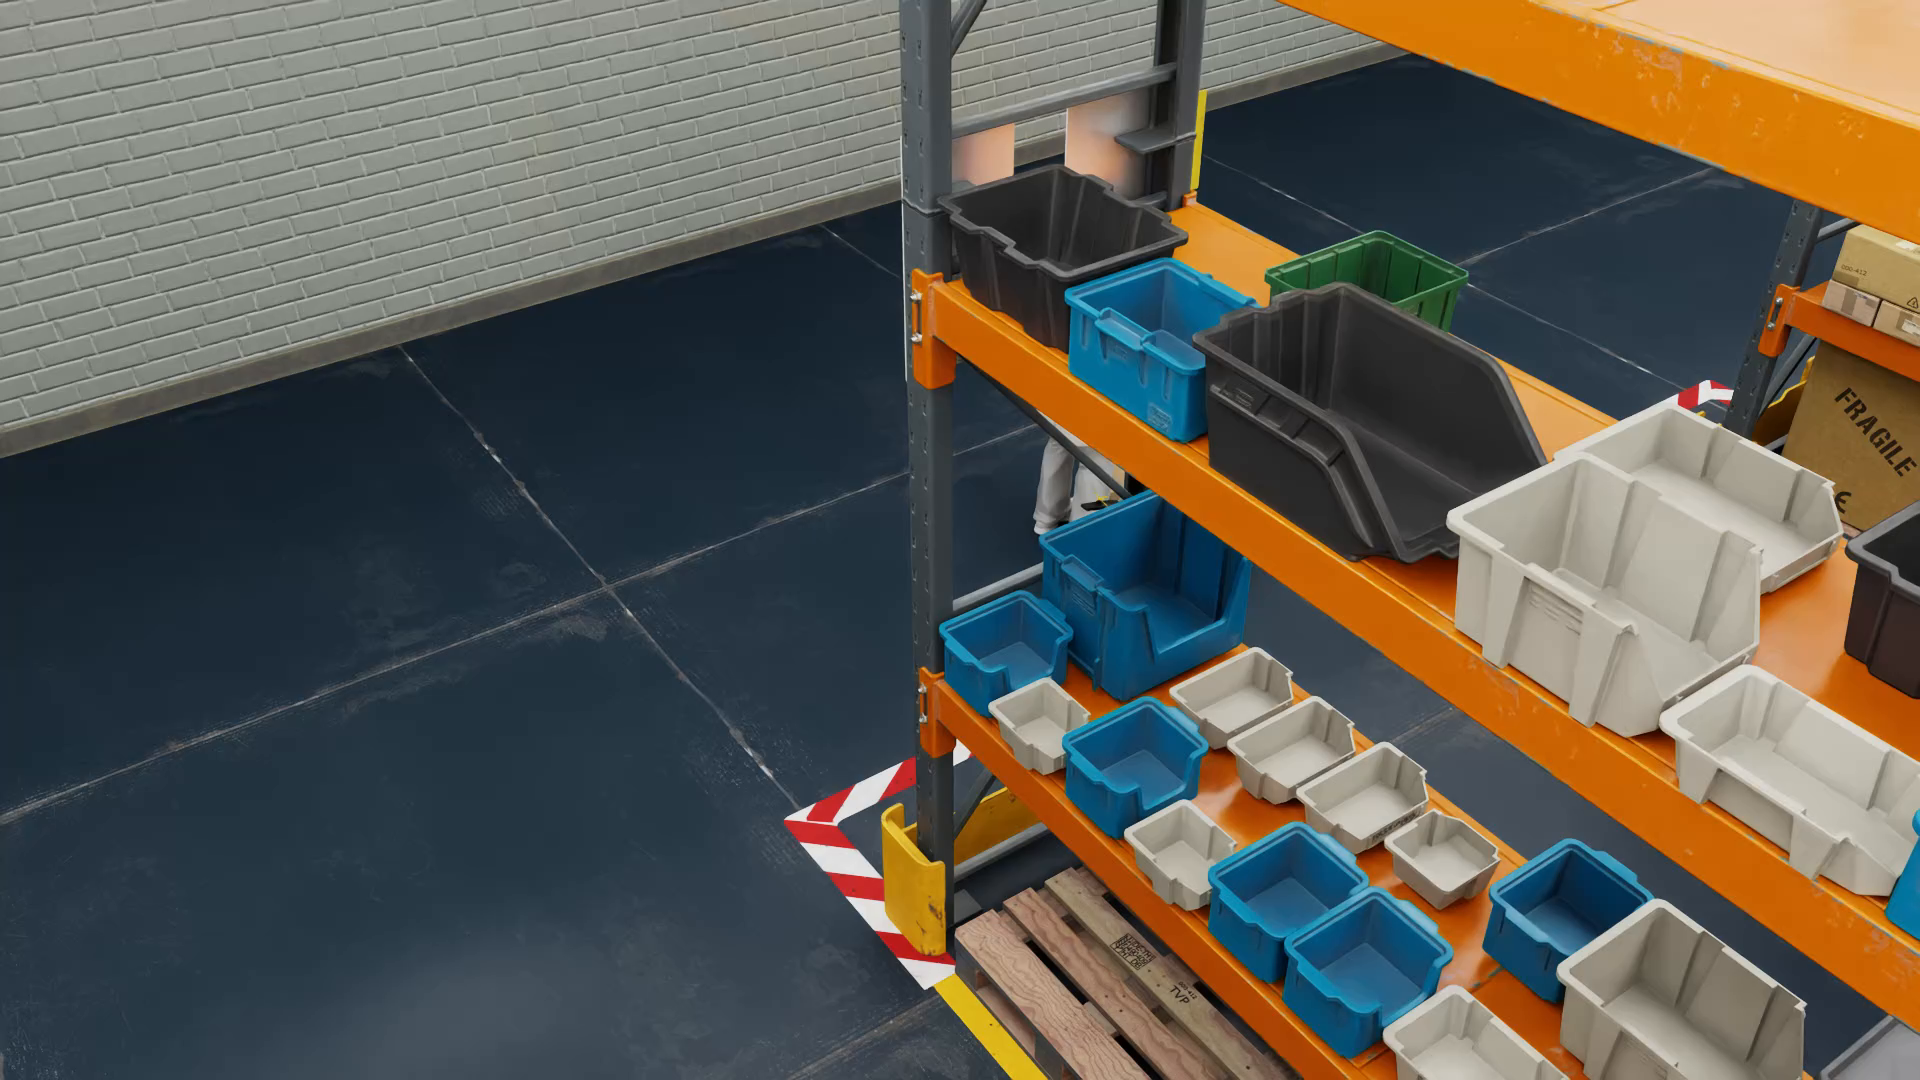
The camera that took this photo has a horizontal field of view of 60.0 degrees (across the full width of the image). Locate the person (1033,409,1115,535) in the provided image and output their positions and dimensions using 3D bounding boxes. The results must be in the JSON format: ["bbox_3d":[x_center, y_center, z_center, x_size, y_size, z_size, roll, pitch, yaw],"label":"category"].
[{"bbox_3d":[0.574,-0.760,8.068,0.415,1.774,0.654,-23,42,-29],"label":"person"}]
